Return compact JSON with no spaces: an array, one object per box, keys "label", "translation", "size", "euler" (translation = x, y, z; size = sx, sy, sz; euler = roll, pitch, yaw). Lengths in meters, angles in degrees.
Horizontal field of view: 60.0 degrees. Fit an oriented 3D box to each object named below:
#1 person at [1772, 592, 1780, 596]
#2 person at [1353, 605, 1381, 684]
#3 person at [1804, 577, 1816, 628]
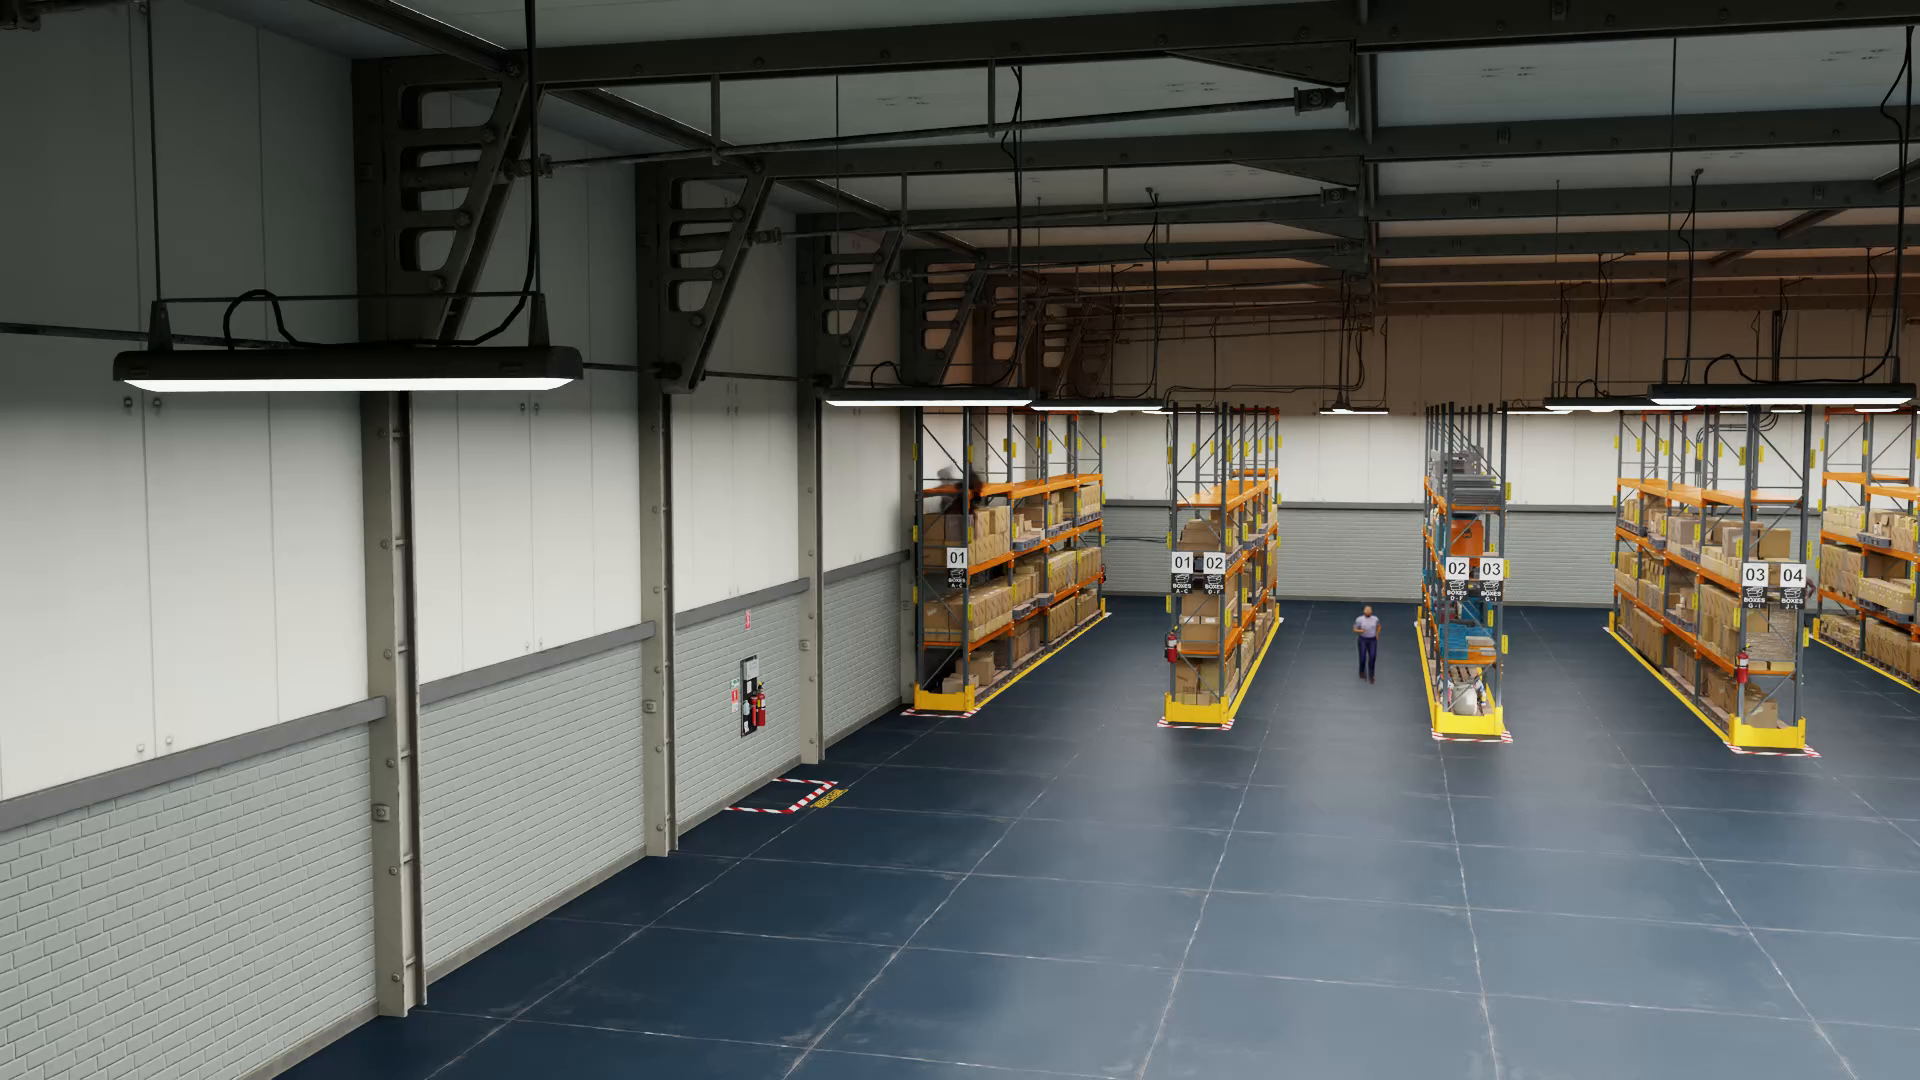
[{"label":"person","translation":[20.903,1.644,43.137],"size":[0.858,1.789,0.720],"euler":[-4,6,-44]},{"label":"person","translation":[8.794,2.225,35.897],"size":[0.608,1.647,0.880],"euler":[1,4,7]},{"label":"person","translation":[22.260,1.606,44.094],"size":[0.753,1.805,0.763],"euler":[0,4,-3]}]
